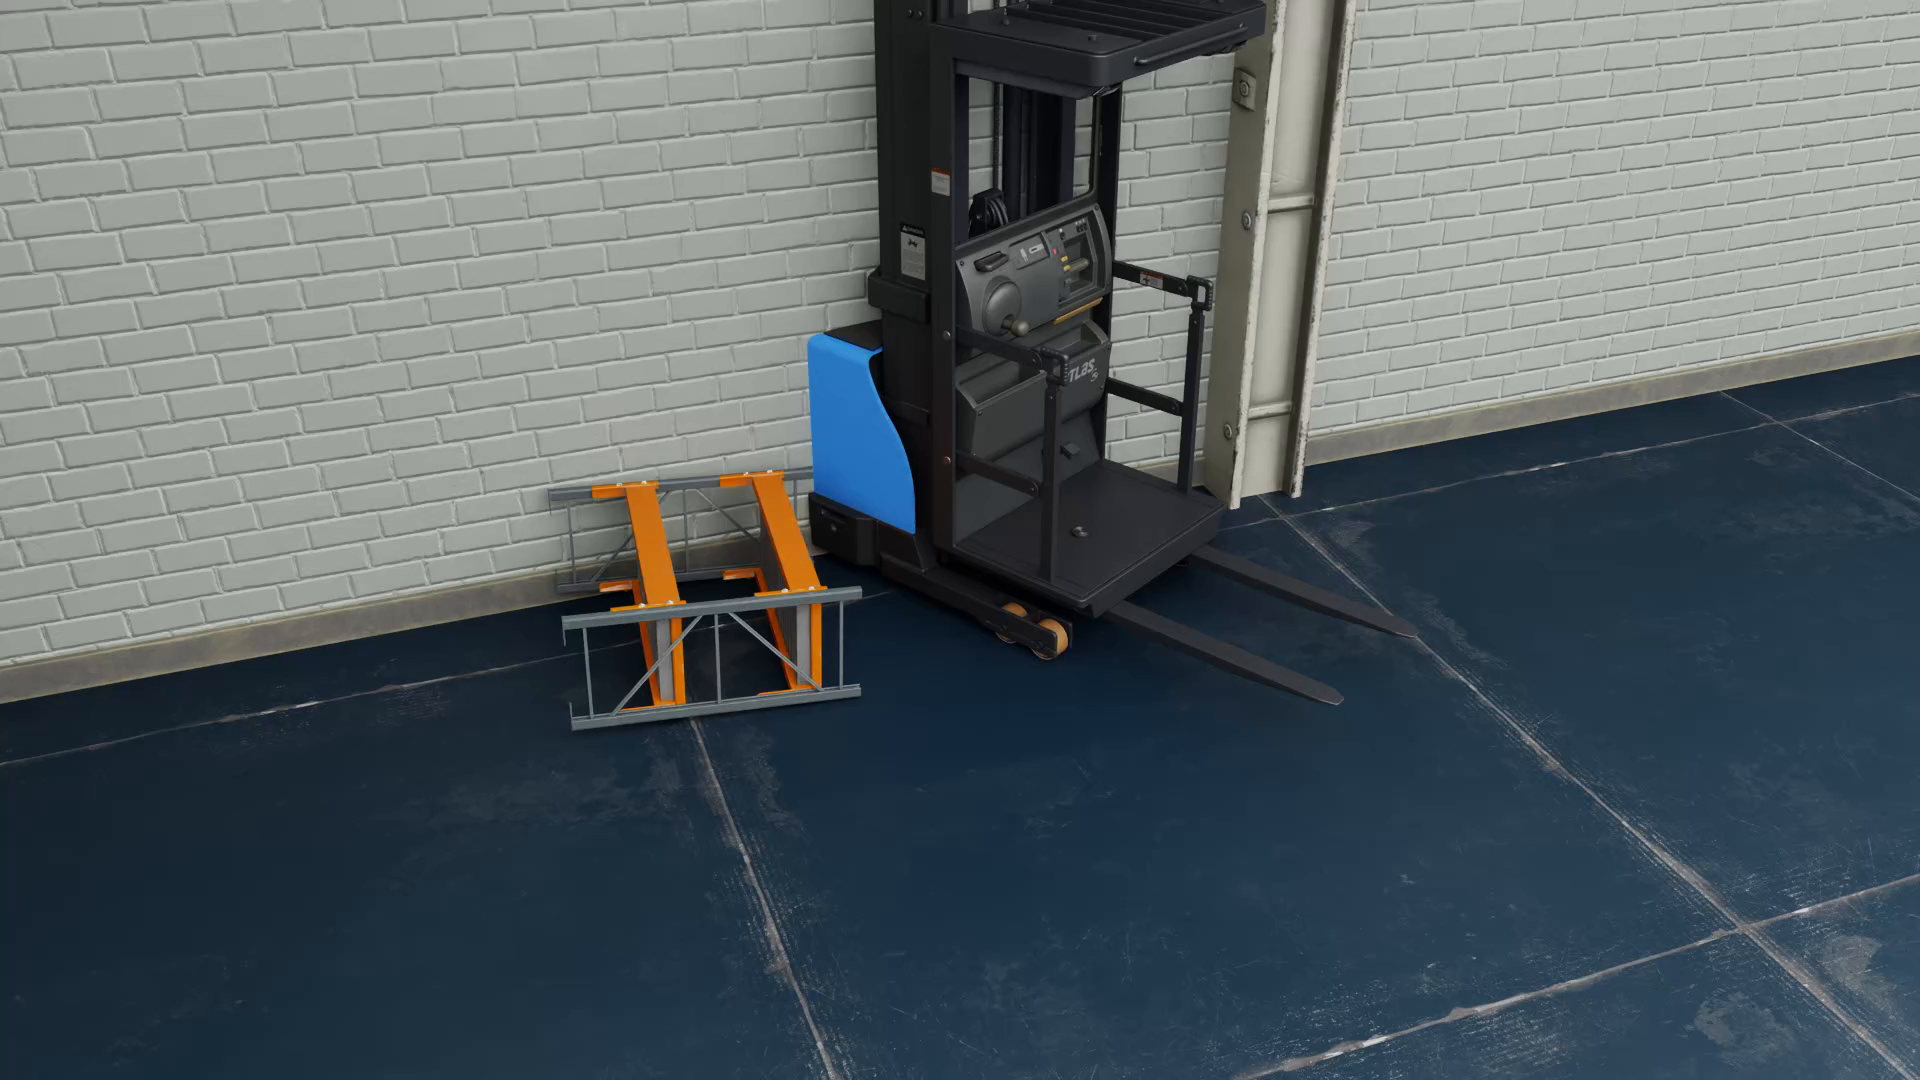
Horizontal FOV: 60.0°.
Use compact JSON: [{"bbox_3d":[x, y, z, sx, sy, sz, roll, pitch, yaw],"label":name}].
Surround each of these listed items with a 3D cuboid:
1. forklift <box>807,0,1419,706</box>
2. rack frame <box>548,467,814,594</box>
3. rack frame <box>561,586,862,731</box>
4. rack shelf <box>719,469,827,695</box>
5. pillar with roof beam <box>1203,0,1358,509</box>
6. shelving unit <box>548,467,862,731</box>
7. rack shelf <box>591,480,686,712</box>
[{"bbox_3d":[0.474,-1.074,6.674,3.031,2.935,1.130,23,37,34],"label":"forklift"},{"bbox_3d":[-1.194,-0.042,7.226,1.125,0.500,0.032,-6,31,-14],"label":"rack frame"},{"bbox_3d":[-0.932,0.452,6.376,1.125,0.500,0.032,-6,31,-14],"label":"rack frame"},{"bbox_3d":[-0.780,0.178,6.872,0.278,0.538,1.000,-6,31,-14],"label":"rack shelf"},{"bbox_3d":[2.932,-2.165,2.460,0.400,9.000,9.100,-10,31,-18],"label":"pillar with roof beam"},{"bbox_3d":[-1.063,0.205,6.801,1.125,0.538,1.048,-6,31,-14],"label":"shelving unit"},{"bbox_3d":[-1.299,0.228,6.742,0.278,0.538,1.000,-6,31,-14],"label":"rack shelf"}]
